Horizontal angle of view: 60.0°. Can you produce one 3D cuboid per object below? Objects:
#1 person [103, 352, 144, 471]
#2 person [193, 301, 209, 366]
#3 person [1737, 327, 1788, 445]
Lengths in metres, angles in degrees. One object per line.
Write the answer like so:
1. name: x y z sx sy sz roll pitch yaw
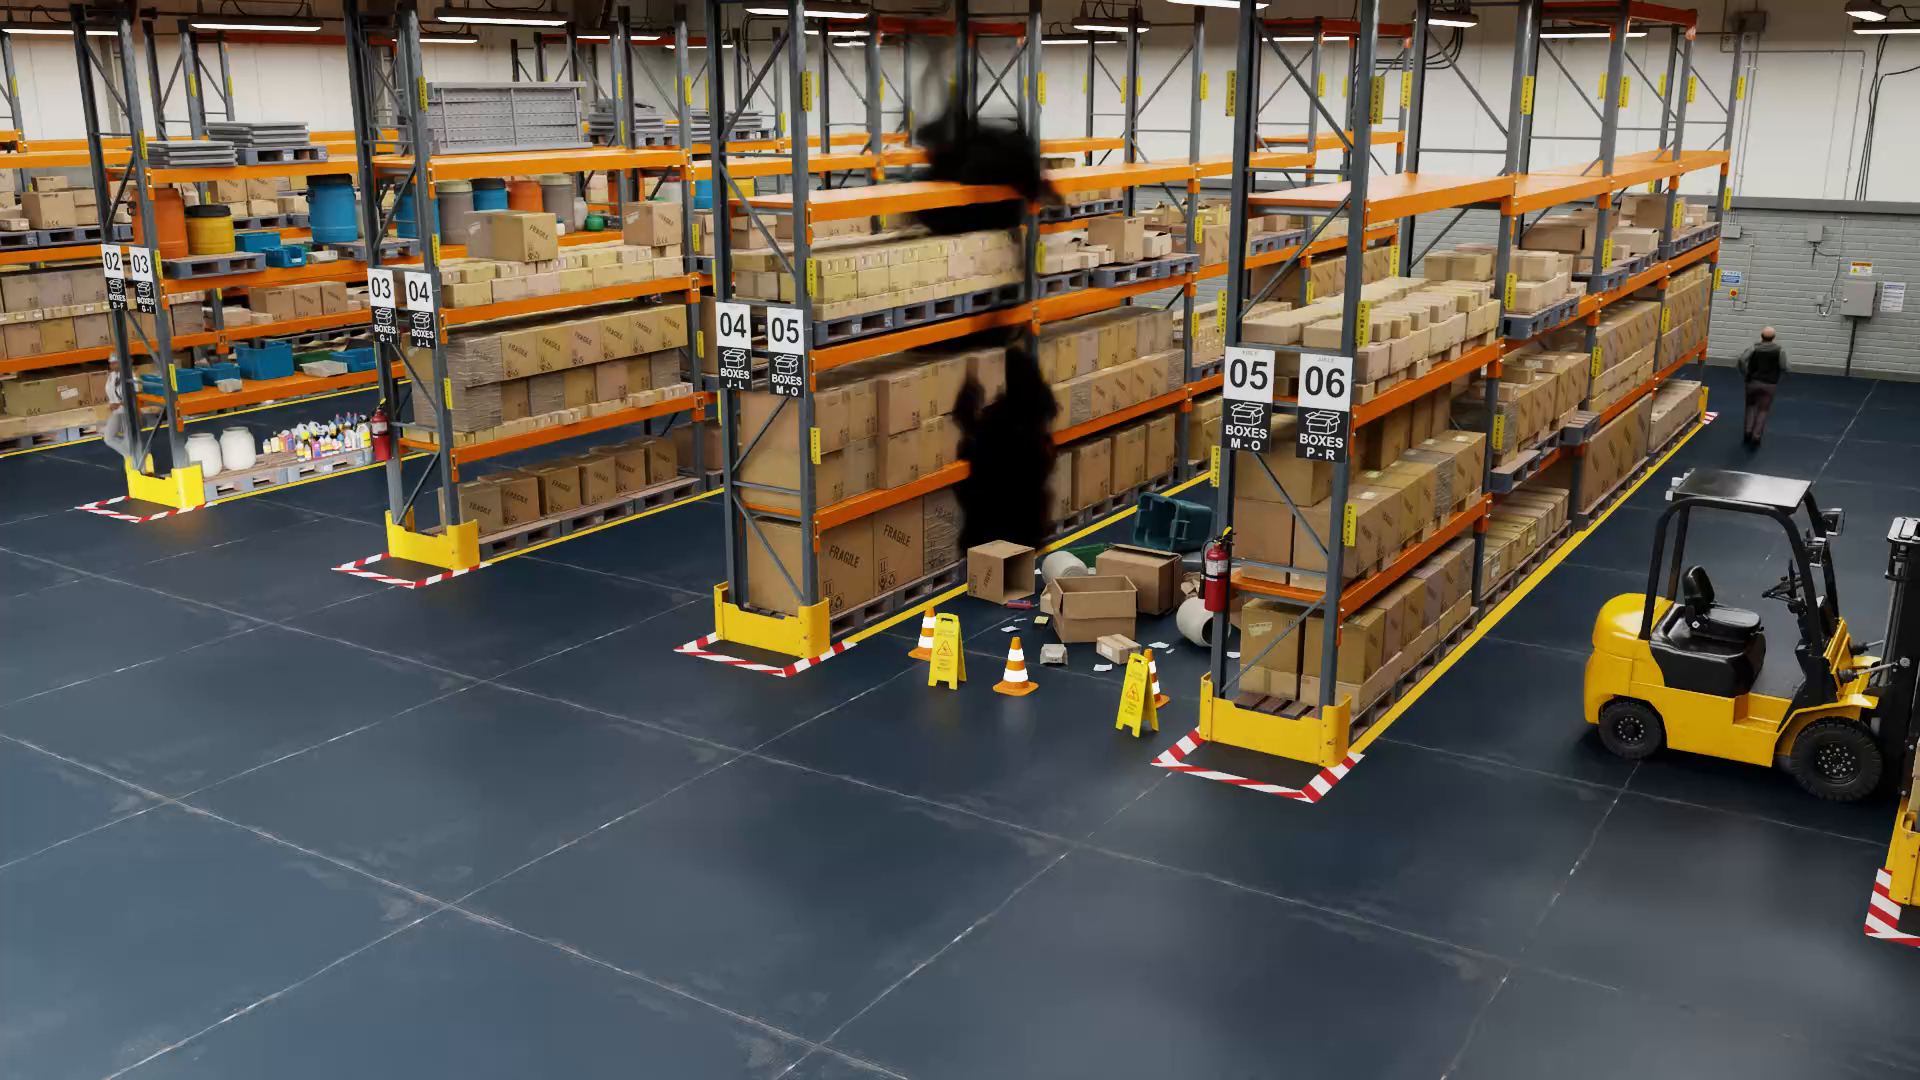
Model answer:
1. person: -11.187 -1.699 22.216 0.584 1.663 0.586 7 17 24
2. person: -13.000 -3.440 28.527 0.617 1.682 0.747 6 16 19
3. person: 11.518 -2.196 23.928 0.637 1.763 0.711 9 18 30
